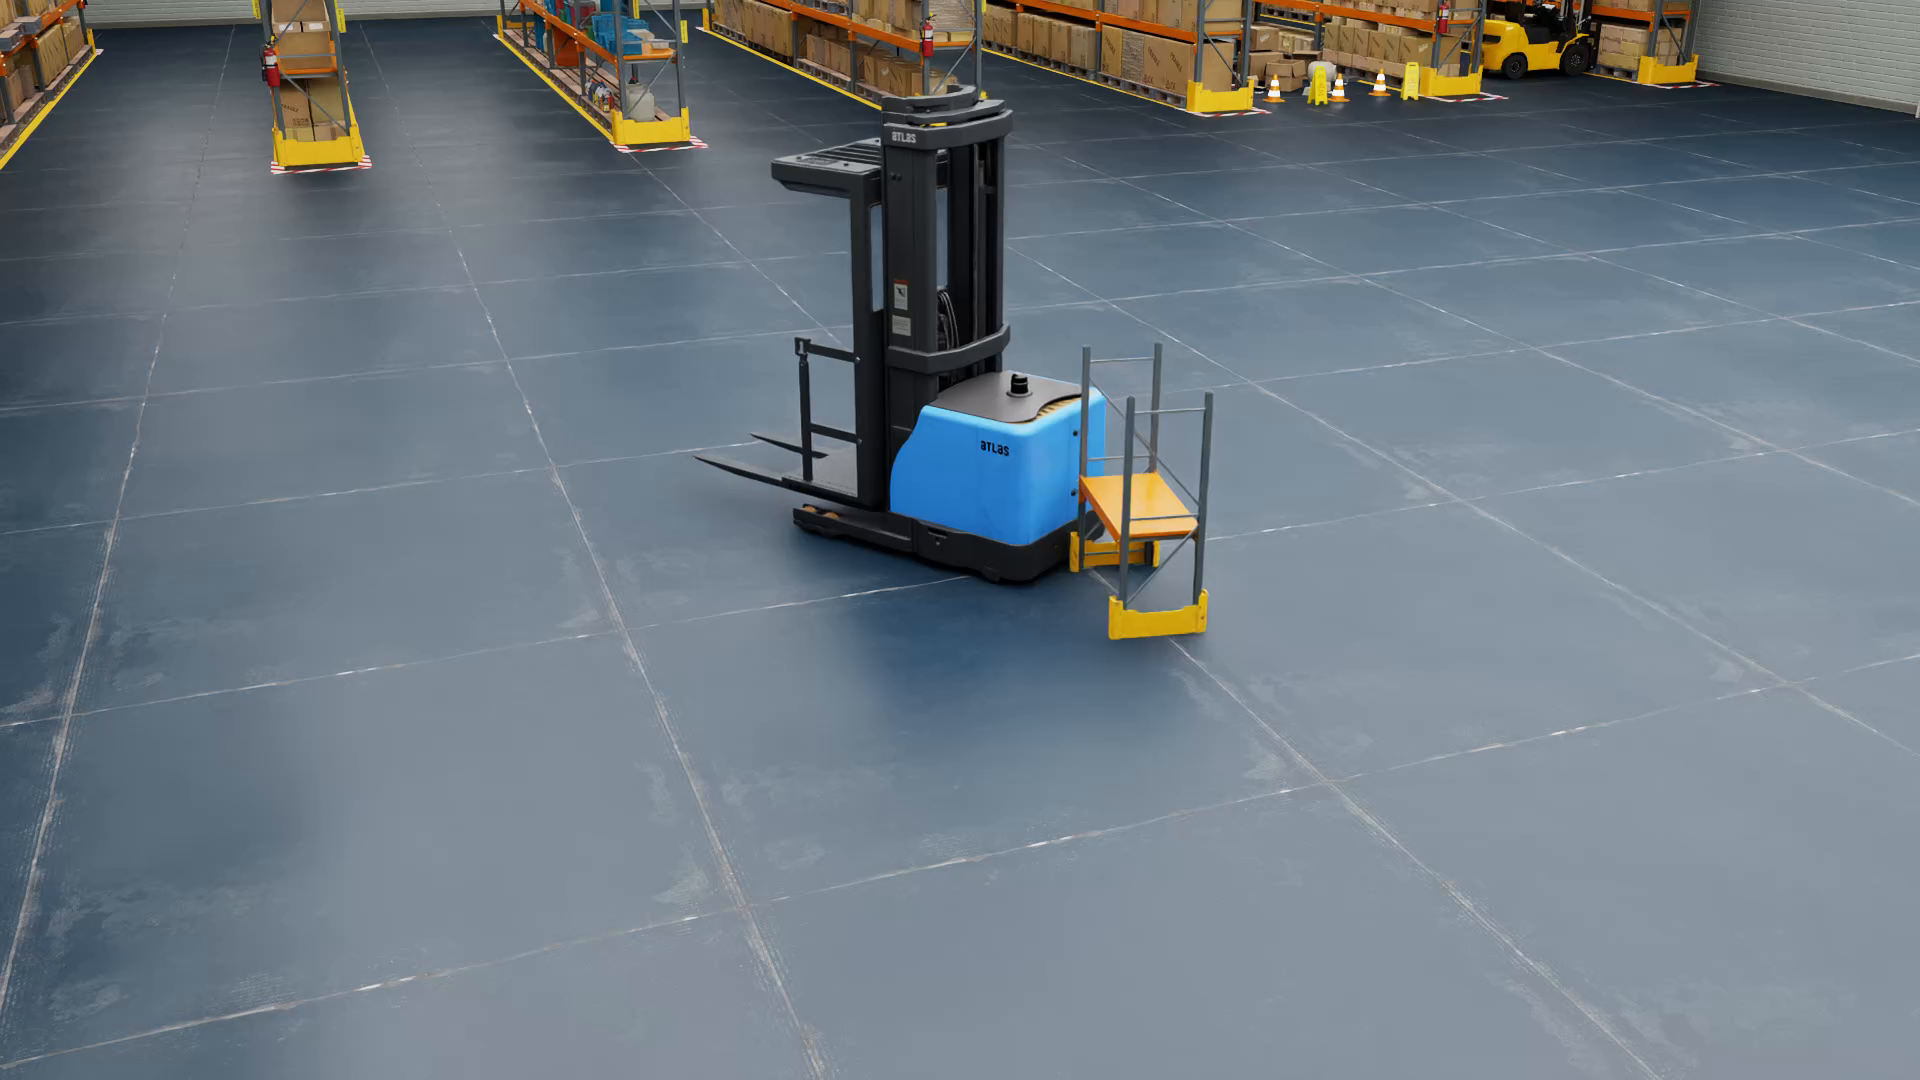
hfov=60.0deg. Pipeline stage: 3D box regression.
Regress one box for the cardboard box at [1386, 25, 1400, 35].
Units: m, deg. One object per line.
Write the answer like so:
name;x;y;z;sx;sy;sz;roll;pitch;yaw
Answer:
cardboard box;8.333;-9.704;31.610;0.380;0.149;0.250;-8;24;-18

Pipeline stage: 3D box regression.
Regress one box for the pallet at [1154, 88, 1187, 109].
pallet;4.188;-7.940;29.818;1.003;0.211;1.213;-8;24;-19

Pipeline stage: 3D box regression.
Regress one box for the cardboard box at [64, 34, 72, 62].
cardboard box;-18.442;-9.951;33.674;0.700;0.500;0.500;-8;24;-18

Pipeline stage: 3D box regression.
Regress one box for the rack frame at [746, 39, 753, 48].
rack frame;-4.372;-12.662;37.430;1.000;3.000;0.127;-8;24;-19

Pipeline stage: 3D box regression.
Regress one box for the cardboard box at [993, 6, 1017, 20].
cardboard box;1.042;-11.634;36.703;0.500;0.250;0.500;-8;24;-18

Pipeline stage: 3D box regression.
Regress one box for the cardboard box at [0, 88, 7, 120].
cardboard box;-15.723;-7.032;26.725;0.700;0.500;0.500;-7;24;-17

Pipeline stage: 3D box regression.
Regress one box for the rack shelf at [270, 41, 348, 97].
rack shelf;-10.108;-7.339;25.727;1.077;0.370;4.000;-8;24;-19

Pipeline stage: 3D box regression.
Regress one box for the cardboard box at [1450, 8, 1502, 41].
cardboard box;11.638;-11.640;37.523;0.875;0.625;0.625;-9;25;-21

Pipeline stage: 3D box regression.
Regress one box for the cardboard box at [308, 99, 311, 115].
cardboard box;-10.934;-7.114;27.265;0.500;0.250;0.500;-8;24;-19

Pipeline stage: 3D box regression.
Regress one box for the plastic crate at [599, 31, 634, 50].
plastic crate;-5.447;-7.931;26.397;0.499;0.251;0.408;-8;24;-19

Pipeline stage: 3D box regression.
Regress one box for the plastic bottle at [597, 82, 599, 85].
plastic bottle;-6.238;-7.752;28.711;0.061;0.283;0.133;-8;24;-19

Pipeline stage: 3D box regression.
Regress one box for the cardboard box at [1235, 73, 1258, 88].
cardboard box;5.460;-8.767;31.709;0.396;0.266;0.258;-4;23;-10

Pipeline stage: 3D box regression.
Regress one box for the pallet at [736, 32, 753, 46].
pallet;-4.567;-11.664;38.652;1.003;0.211;1.213;-8;24;-19

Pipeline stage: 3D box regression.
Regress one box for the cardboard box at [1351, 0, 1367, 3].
cardboard box;7.984;-10.736;32.350;0.500;0.500;0.500;-9;24;-19

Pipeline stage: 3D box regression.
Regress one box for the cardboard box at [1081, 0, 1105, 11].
cardboard box;2.696;-10.598;32.404;0.500;0.500;0.500;-8;24;-19

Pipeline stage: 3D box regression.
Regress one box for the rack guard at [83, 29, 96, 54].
rack guard;-19.695;-10.933;36.547;1.175;0.500;0.348;-8;24;-19

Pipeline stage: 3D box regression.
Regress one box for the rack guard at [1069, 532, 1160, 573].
rack guard;1.004;0.061;10.783;0.587;0.250;0.087;-4;23;-9

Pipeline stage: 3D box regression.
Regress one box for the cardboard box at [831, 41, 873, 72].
cardboard box;-2.091;-9.411;32.369;0.700;0.500;0.500;-11;25;-24

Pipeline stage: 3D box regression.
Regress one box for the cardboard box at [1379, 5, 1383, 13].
cardboard box;8.284;-10.210;31.936;0.380;0.149;0.250;-8;24;-19

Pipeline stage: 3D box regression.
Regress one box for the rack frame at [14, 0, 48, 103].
rack frame;-16.861;-9.170;29.144;1.000;3.000;0.127;-8;24;-19

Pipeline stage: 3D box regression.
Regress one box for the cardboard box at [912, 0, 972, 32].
cardboard box;-0.301;-8.689;27.491;0.875;0.500;0.500;-8;24;-19

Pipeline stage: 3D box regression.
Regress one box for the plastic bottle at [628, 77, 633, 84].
plastic bottle;-5.682;-7.863;28.888;0.144;0.351;0.185;-9;24;-20

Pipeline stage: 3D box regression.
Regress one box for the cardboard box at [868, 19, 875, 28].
cardboard box;-1.414;-9.154;29.431;0.380;0.149;0.250;-8;24;-19

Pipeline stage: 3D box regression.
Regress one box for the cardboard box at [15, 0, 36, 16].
cardboard box;-16.793;-9.574;29.565;0.500;0.500;0.500;-8;24;-17

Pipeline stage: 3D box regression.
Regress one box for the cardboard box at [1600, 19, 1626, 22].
cardboard box;13.267;-10.483;33.972;0.500;0.250;0.500;-9;24;-20

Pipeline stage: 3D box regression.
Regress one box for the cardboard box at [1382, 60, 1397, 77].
cardboard box;8.426;-9.034;31.822;0.500;0.250;0.500;-8;24;-19

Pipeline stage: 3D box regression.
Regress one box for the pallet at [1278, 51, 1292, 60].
pallet;7.014;-10.557;36.025;1.003;0.211;1.213;-8;24;-19

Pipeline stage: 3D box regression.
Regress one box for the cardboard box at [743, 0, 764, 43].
cardboard box;-4.127;-11.647;37.216;1.225;0.875;0.875;-8;24;-19

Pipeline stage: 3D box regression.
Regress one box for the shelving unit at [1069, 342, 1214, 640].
shelving unit;1.090;-0.324;10.088;0.587;1.500;1.083;-4;23;-9

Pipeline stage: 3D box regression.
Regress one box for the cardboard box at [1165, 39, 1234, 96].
cardboard box;4.242;-8.397;29.506;0.875;0.875;0.875;-8;24;-19

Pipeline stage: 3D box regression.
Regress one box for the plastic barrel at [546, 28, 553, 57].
plastic barrel;-8.180;-10.197;34.146;0.600;0.588;0.708;-8;24;-19

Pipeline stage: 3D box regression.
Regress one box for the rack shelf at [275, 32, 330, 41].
rack shelf;-11.521;-8.793;29.175;1.077;0.370;4.000;-8;24;-19

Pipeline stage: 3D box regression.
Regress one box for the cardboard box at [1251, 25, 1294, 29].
cardboard box;6.771;-11.077;36.512;0.950;0.372;0.625;-9;24;-20

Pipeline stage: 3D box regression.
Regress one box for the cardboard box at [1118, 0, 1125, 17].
cardboard box;3.487;-10.139;31.250;0.875;0.550;0.550;-8;24;-19

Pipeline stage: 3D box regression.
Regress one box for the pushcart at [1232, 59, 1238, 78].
pushcart;5.610;-9.576;33.483;1.648;0.377;0.936;-18;29;-37

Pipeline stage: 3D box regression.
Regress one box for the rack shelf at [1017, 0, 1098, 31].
rack shelf;2.424;-10.794;33.924;1.077;0.370;4.000;-8;24;-19

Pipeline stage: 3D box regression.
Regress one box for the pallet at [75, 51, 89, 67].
pallet;-18.904;-10.069;34.868;1.003;0.211;1.213;-8;24;-19

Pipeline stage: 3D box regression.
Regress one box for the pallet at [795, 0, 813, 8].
pallet;-2.607;-10.876;33.439;1.213;0.211;1.003;-8;24;-19

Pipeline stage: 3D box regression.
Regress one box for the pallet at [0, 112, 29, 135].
pallet;-15.724;-6.714;26.908;1.003;0.211;1.213;-8;24;-19

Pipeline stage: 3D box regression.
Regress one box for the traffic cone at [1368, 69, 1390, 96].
traffic cone;7.780;-8.472;30.754;0.336;0.463;0.334;-8;24;-19

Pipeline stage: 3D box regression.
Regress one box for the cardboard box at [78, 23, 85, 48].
cardboard box;-19.346;-10.878;35.874;0.700;0.500;0.500;-8;24;-19

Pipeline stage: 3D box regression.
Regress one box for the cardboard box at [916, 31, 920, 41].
cardboard box;-0.514;-8.352;27.528;0.380;0.149;0.250;-8;24;-19

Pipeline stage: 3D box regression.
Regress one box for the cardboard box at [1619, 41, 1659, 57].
cardboard box;13.316;-9.635;32.603;0.500;0.250;0.500;-9;24;-20

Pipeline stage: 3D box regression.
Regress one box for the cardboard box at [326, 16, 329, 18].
cardboard box;-9.521;-7.647;24.568;0.380;0.149;0.250;-8;24;-19

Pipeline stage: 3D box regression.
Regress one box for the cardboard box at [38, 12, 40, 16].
cardboard box;-17.312;-9.770;30.867;0.380;0.149;0.250;-8;24;-19

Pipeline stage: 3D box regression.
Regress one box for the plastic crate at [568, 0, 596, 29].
plastic crate;-6.637;-9.239;29.226;0.402;0.464;0.583;-8;24;-19

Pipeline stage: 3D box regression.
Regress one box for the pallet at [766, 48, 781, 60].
pallet;-3.594;-10.663;36.277;1.003;0.211;1.213;-8;24;-19

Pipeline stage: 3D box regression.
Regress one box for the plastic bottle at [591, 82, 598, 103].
plastic bottle;-6.216;-7.639;28.356;0.144;0.351;0.185;-9;25;-21

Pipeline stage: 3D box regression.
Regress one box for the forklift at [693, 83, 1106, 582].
forklift;-0.526;-1.520;11.082;3.031;2.935;1.130;16;27;33
